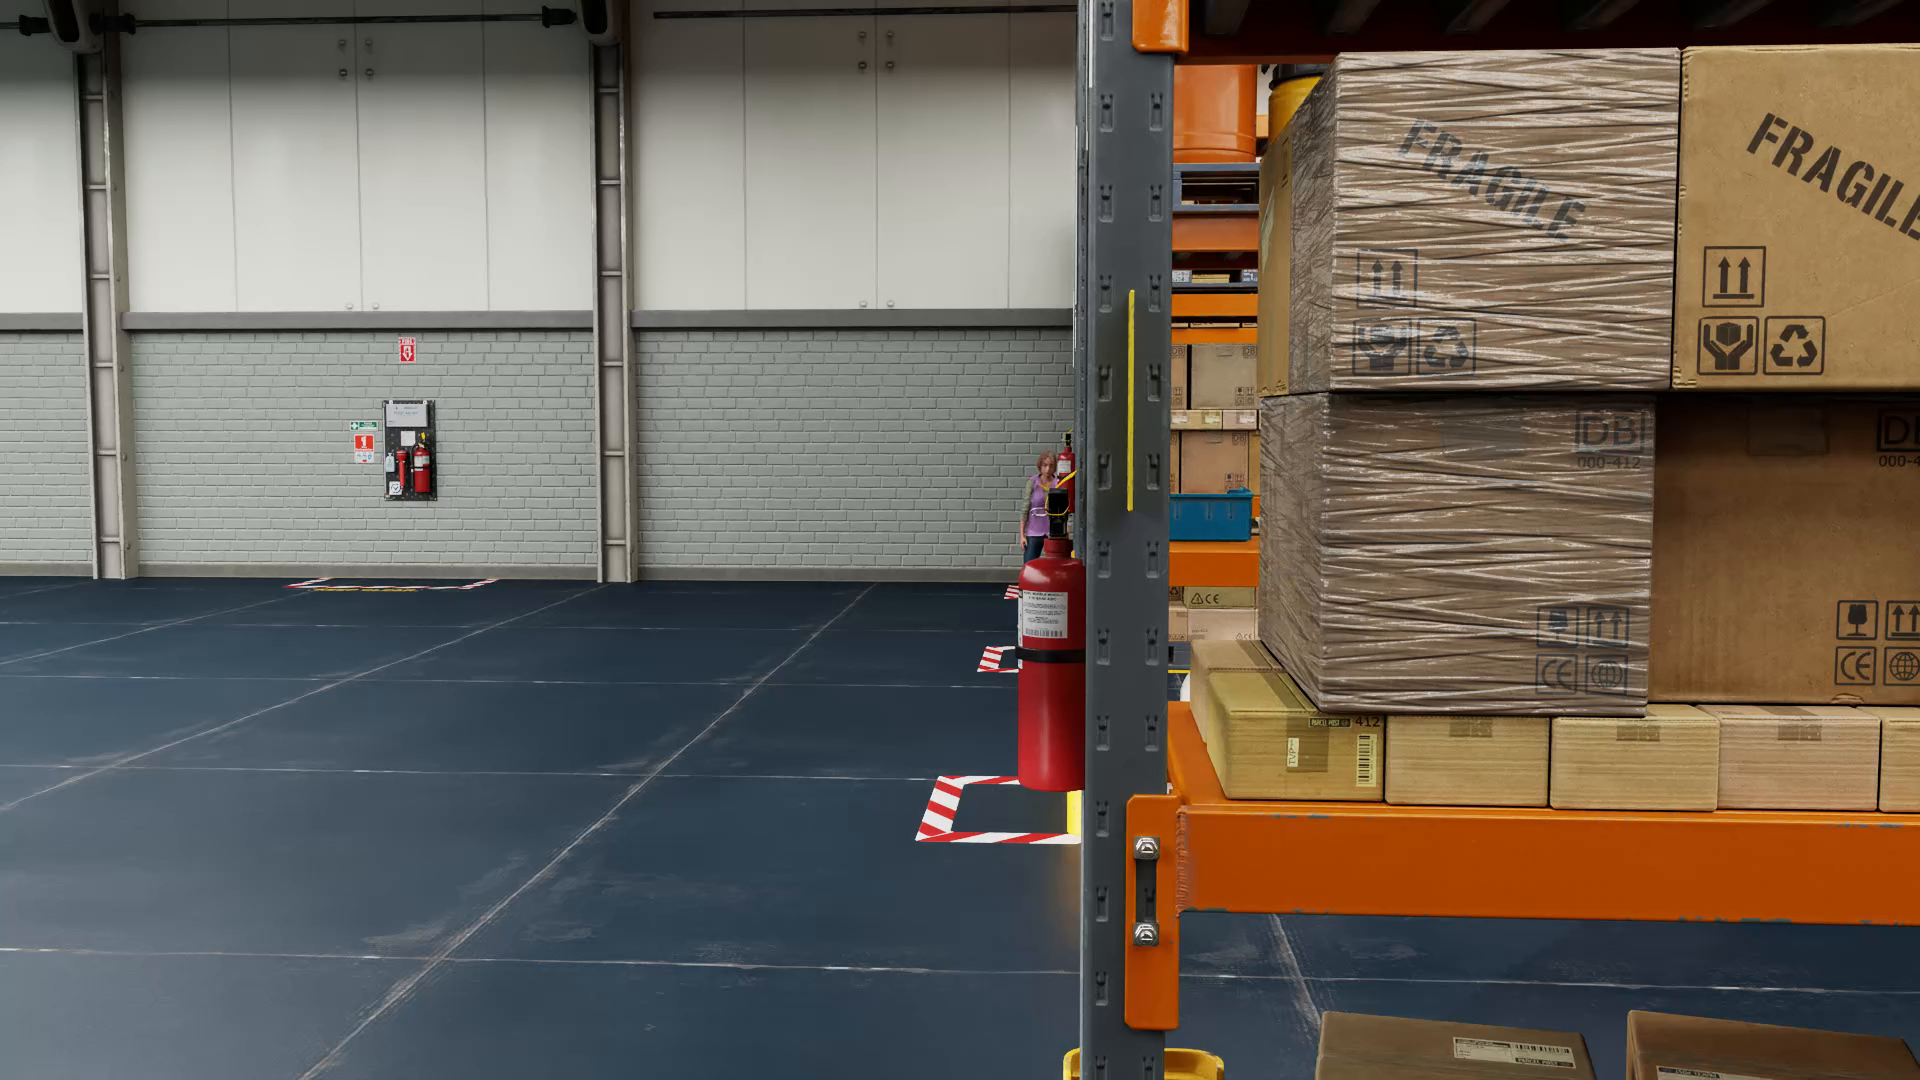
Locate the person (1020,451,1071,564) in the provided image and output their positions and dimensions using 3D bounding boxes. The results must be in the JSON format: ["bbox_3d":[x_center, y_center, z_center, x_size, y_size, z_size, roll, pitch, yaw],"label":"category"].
[{"bbox_3d":[0.759,-0.005,14.922,0.485,1.593,0.342,0,4,0],"label":"person"}]
